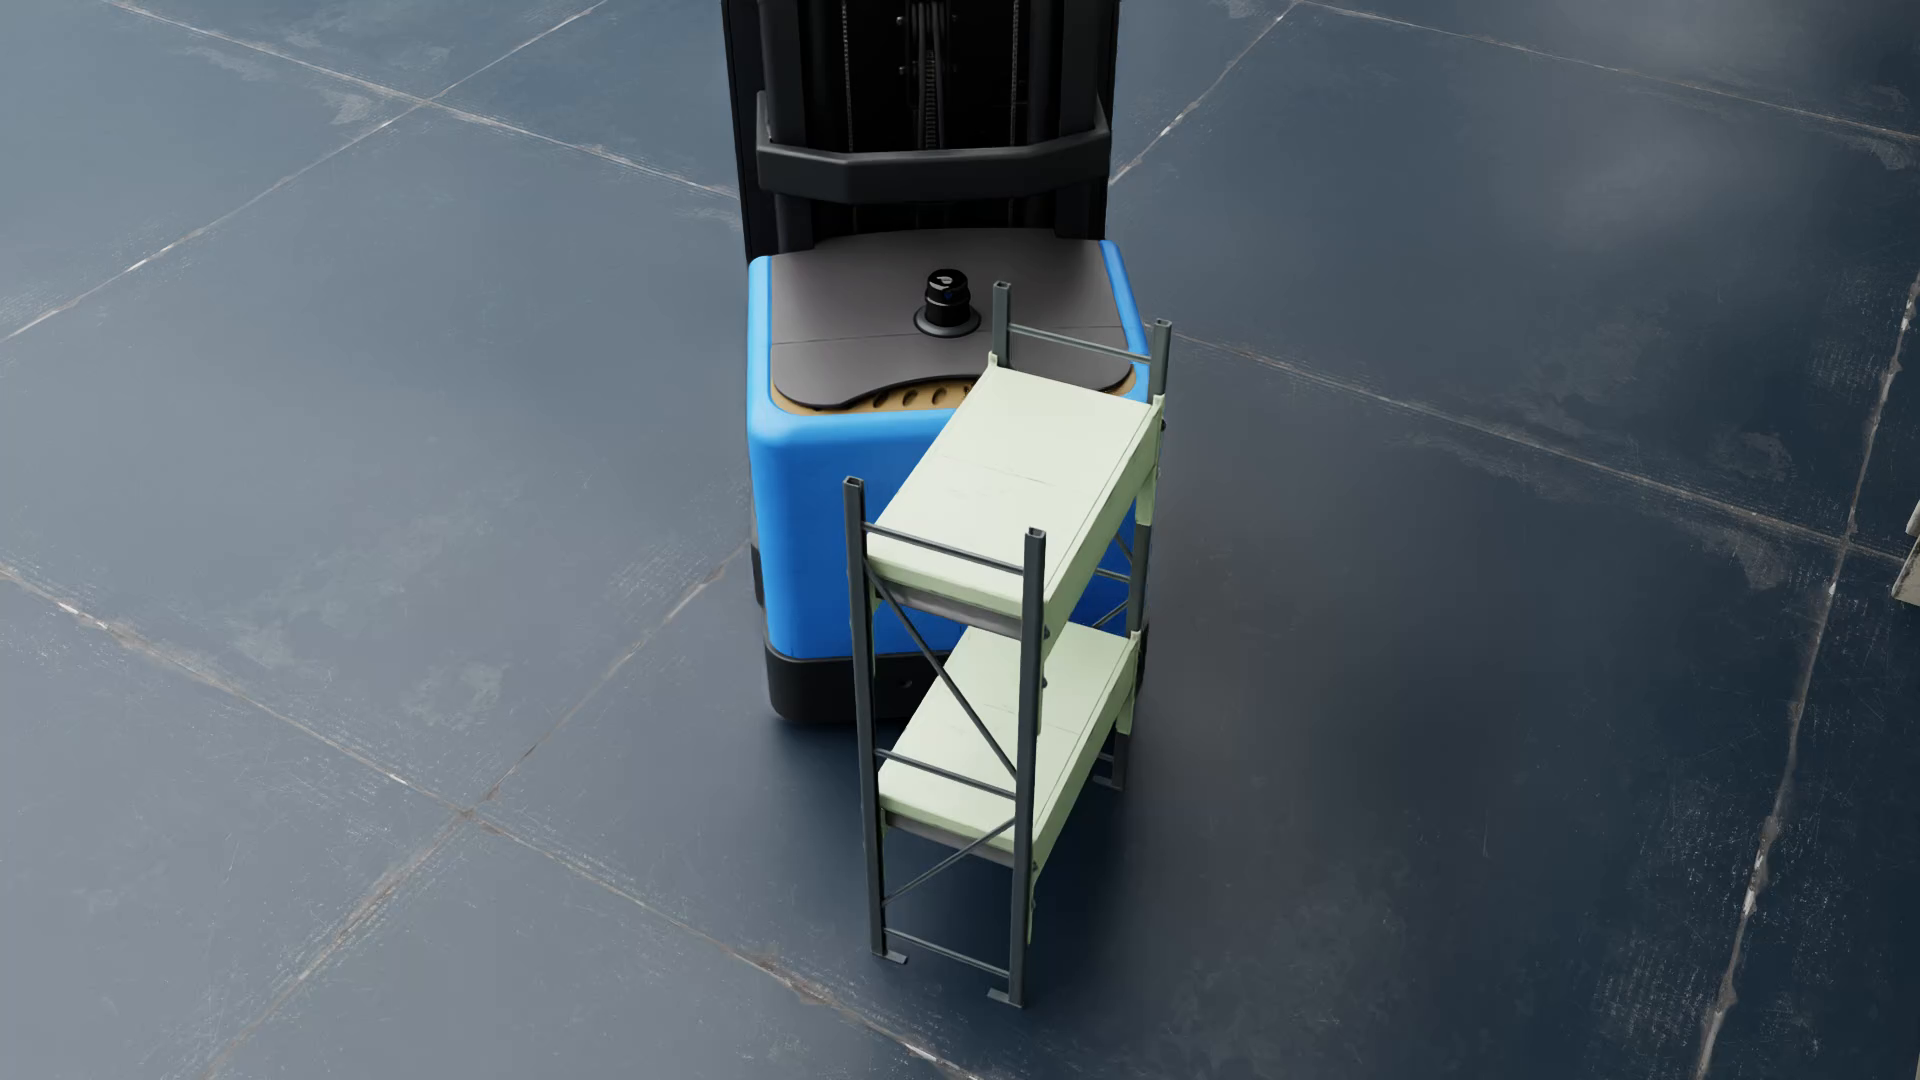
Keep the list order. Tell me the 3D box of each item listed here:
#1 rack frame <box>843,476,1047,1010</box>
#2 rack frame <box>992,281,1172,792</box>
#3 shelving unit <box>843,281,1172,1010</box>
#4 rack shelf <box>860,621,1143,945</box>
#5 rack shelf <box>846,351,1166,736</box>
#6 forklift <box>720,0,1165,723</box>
[{"bbox_3d":[-0.032,0.501,3.546,0.400,1.500,0.023,16,44,17],"label":"rack frame"},{"bbox_3d":[0.259,0.057,4.050,0.400,1.500,0.023,16,44,17],"label":"rack frame"},{"bbox_3d":[0.114,0.279,3.798,0.431,1.500,0.755,16,44,17],"label":"shelving unit"},{"bbox_3d":[0.114,0.524,4.014,0.431,0.370,0.720,16,44,17],"label":"rack shelf"},{"bbox_3d":[0.114,-0.014,3.540,0.431,0.370,0.720,16,44,17],"label":"rack shelf"},{"bbox_3d":[-0.129,-1.563,4.807,1.130,2.935,3.031,-3,41,-4],"label":"forklift"}]
